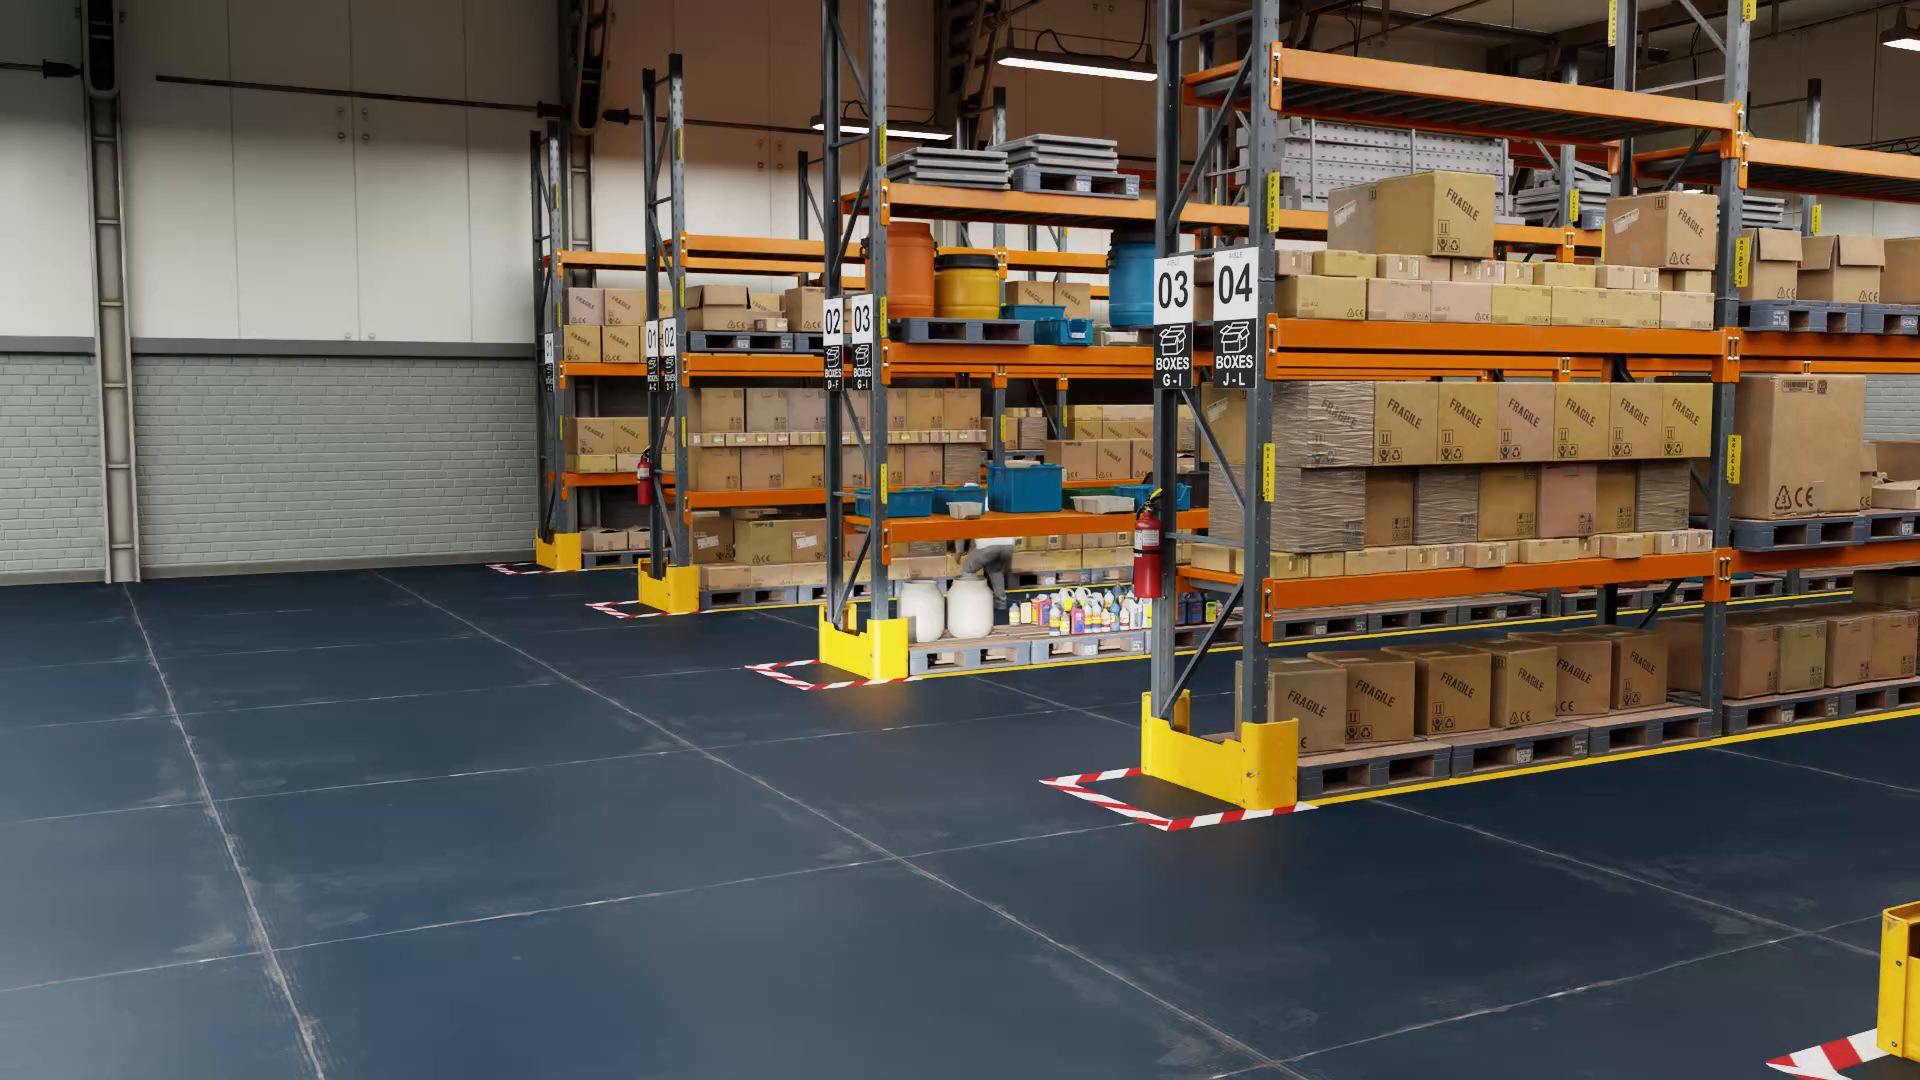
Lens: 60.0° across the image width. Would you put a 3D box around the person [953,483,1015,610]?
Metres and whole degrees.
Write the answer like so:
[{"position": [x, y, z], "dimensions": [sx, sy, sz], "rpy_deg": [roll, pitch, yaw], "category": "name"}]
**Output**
[{"position": [0.245, 0.078, 18.428], "dimensions": [0.590, 1.390, 0.786], "rpy_deg": [-3, 6, -29], "category": "person"}]
